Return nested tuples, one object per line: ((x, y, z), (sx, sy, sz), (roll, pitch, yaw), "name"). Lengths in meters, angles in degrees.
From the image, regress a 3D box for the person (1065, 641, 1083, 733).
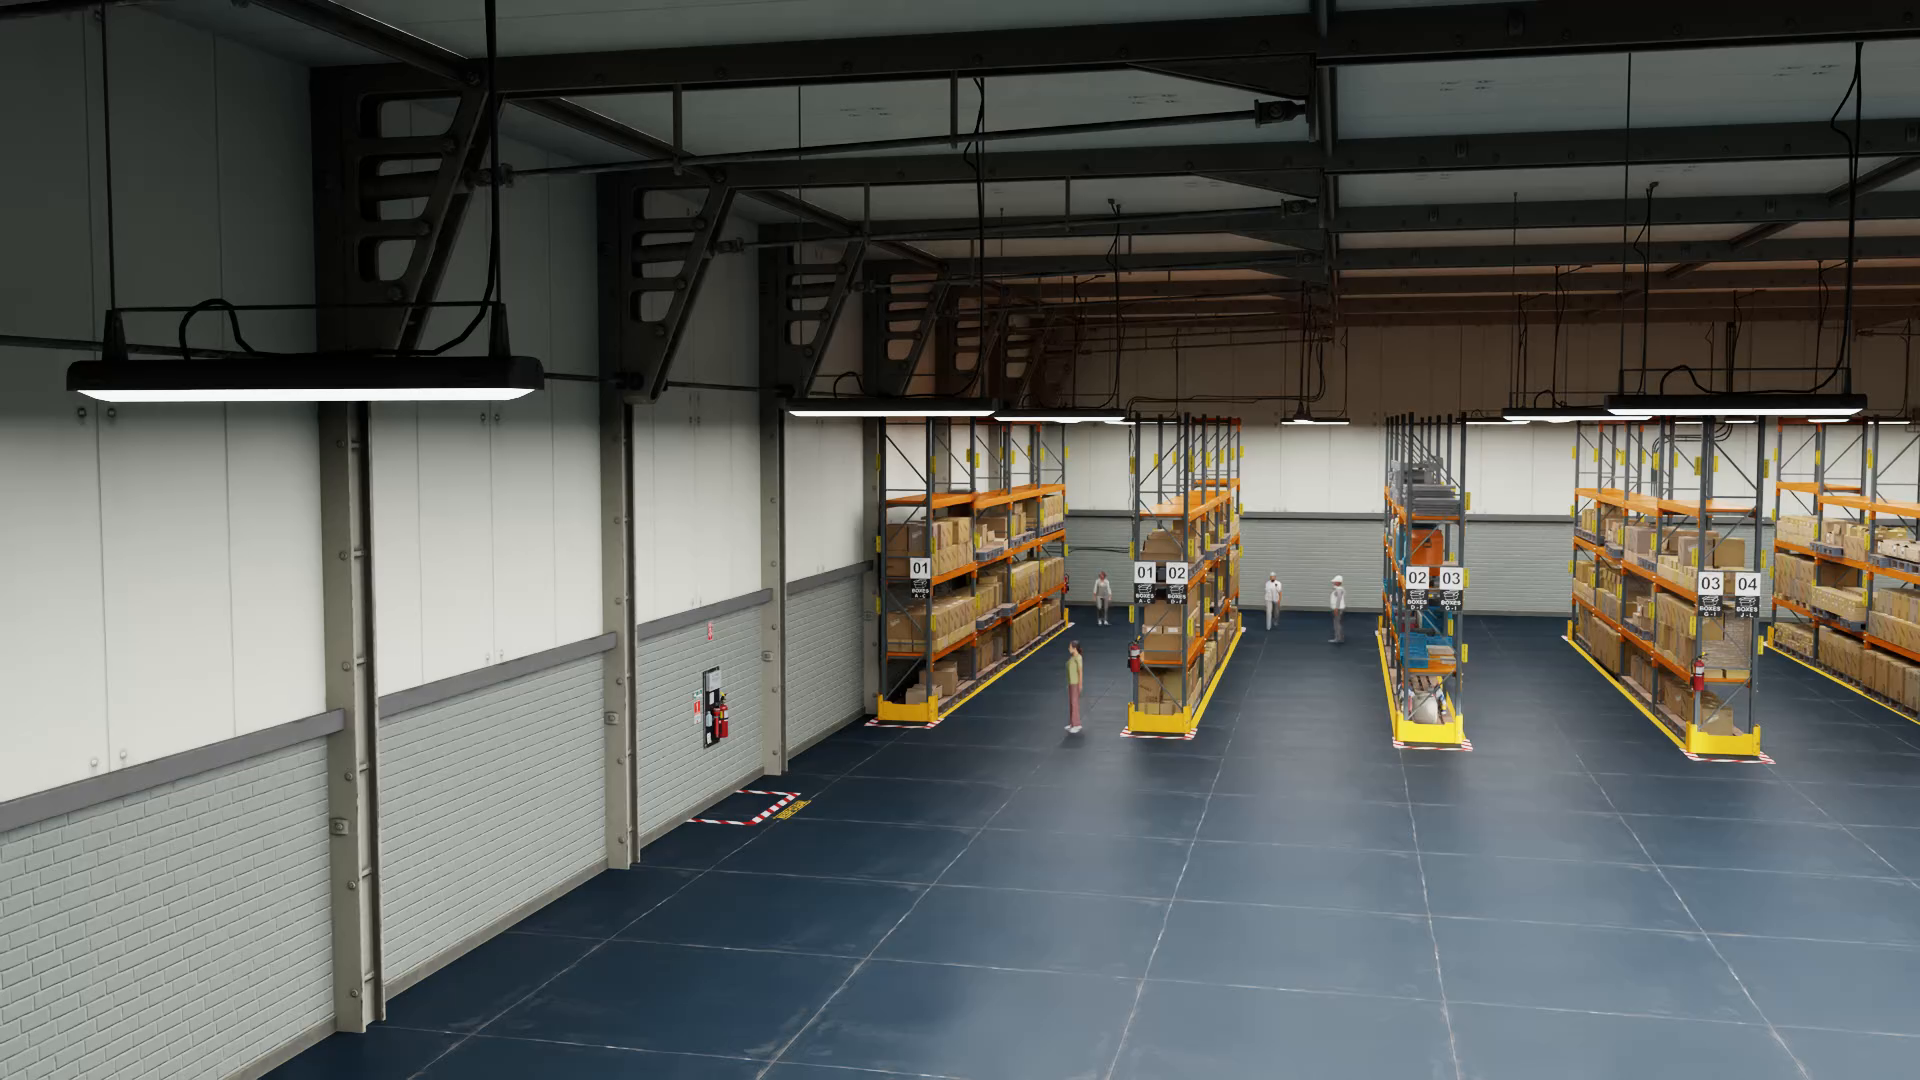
((2.167, 2.769, 31.466), (0.385, 1.705, 0.561), (-1, 4, -9), "person")

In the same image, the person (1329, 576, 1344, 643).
((10.012, 1.841, 44.198), (0.389, 1.787, 0.603), (1, 4, 14), "person")

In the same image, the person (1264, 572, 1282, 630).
((8.880, 1.720, 47.176), (0.472, 1.615, 0.932), (0, 4, 7), "person")

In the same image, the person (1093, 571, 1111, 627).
((4.089, 1.694, 47.859), (0.468, 1.610, 0.524), (-1, 4, -17), "person")
